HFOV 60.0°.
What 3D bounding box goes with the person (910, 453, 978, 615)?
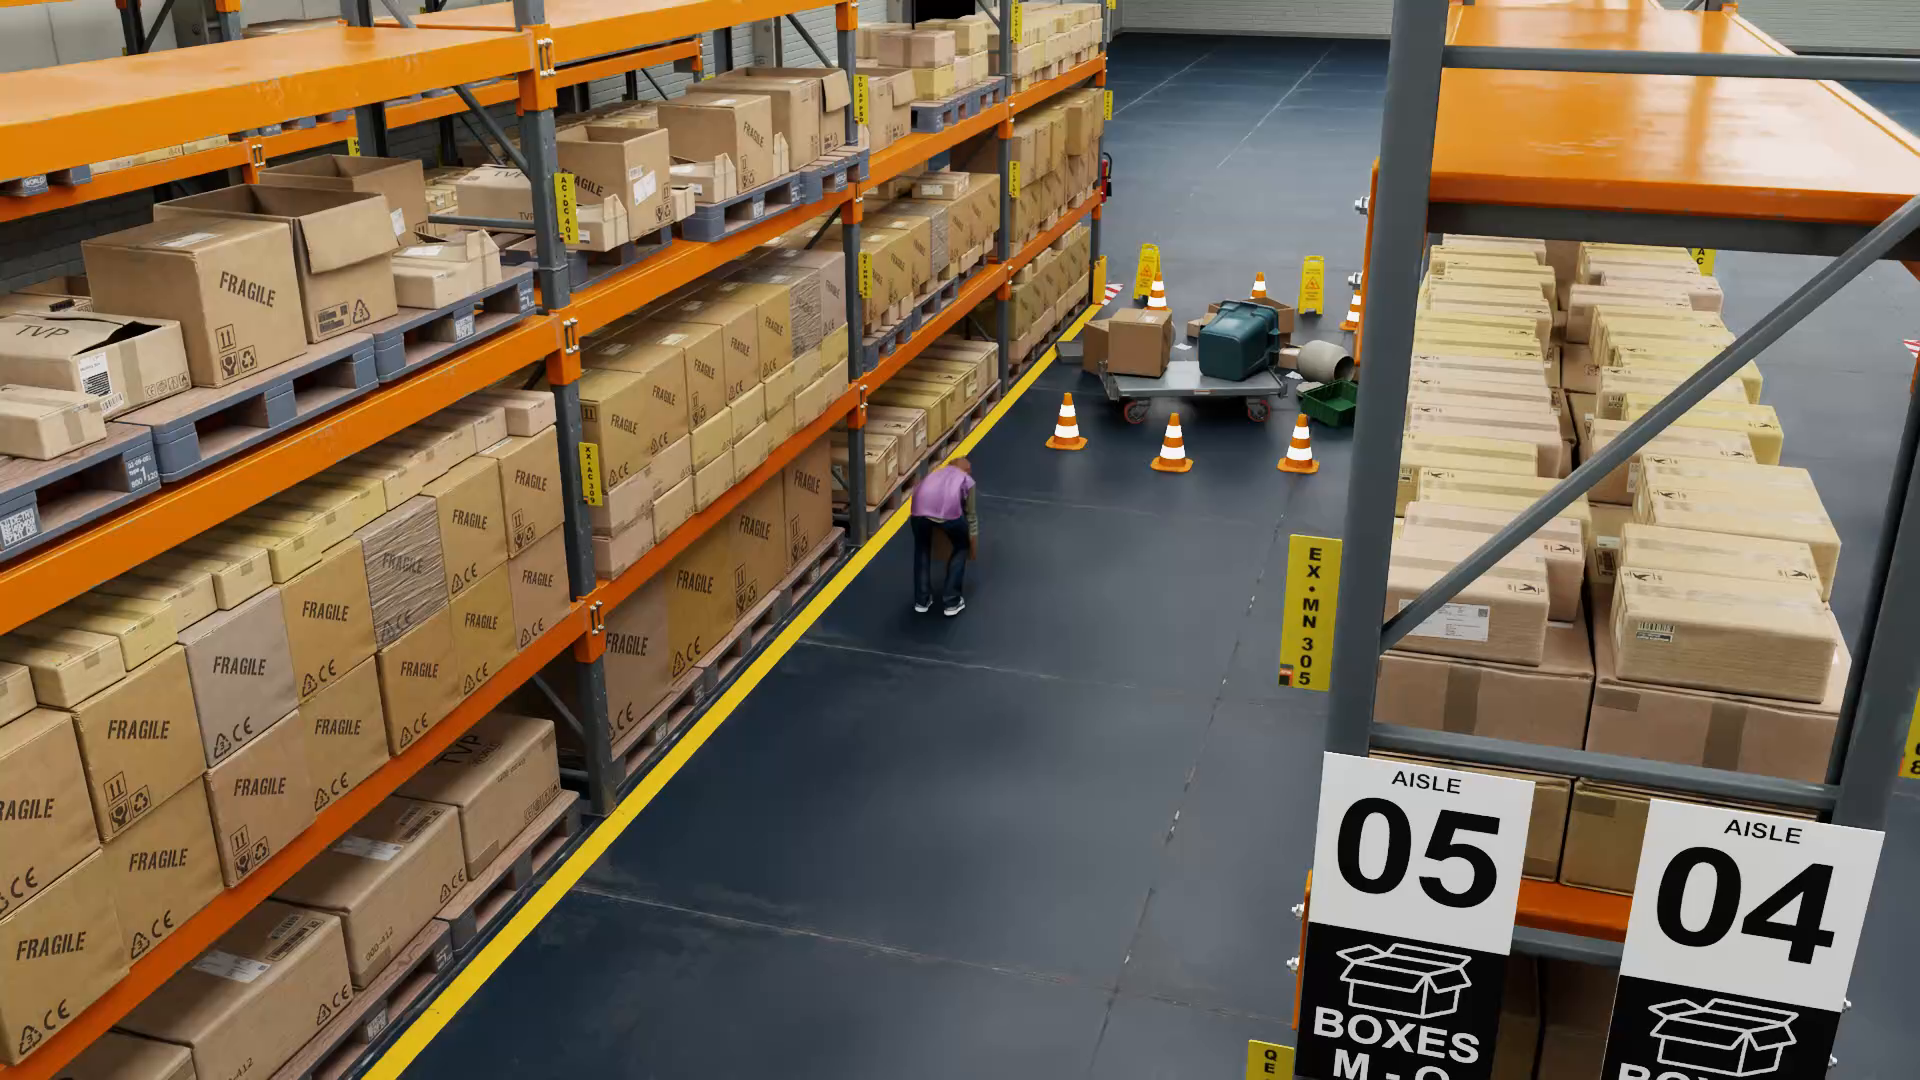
[{"bbox_3d":[-0.091,-0.054,11.522,0.396,1.001,0.871,6,23,14],"label":"person"}]
